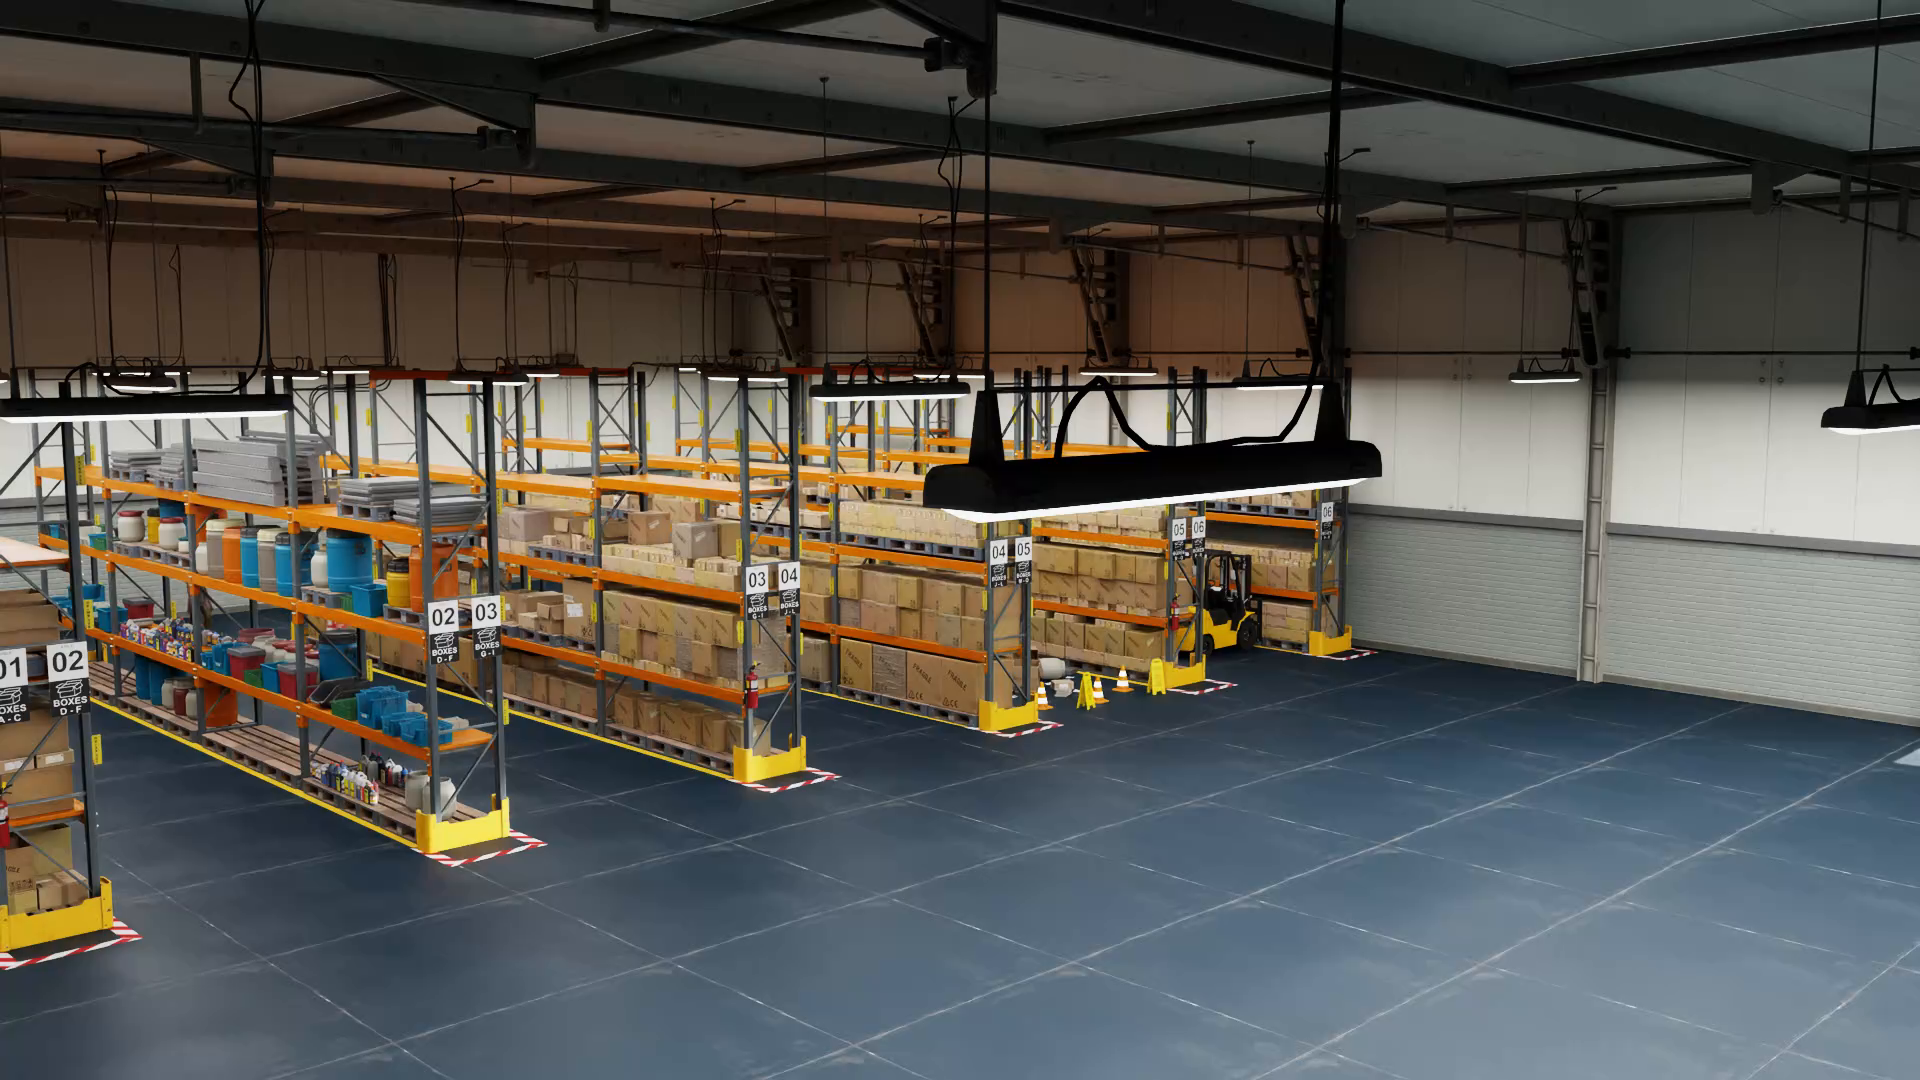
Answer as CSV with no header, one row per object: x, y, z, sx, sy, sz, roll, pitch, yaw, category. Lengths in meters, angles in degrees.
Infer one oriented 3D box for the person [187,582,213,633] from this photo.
-16.587,1.362,36.261,0.535,1.765,0.950,-6,9,-42,person

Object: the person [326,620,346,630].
-11.961,1.839,31.960,0.589,1.792,0.465,4,8,33,person
